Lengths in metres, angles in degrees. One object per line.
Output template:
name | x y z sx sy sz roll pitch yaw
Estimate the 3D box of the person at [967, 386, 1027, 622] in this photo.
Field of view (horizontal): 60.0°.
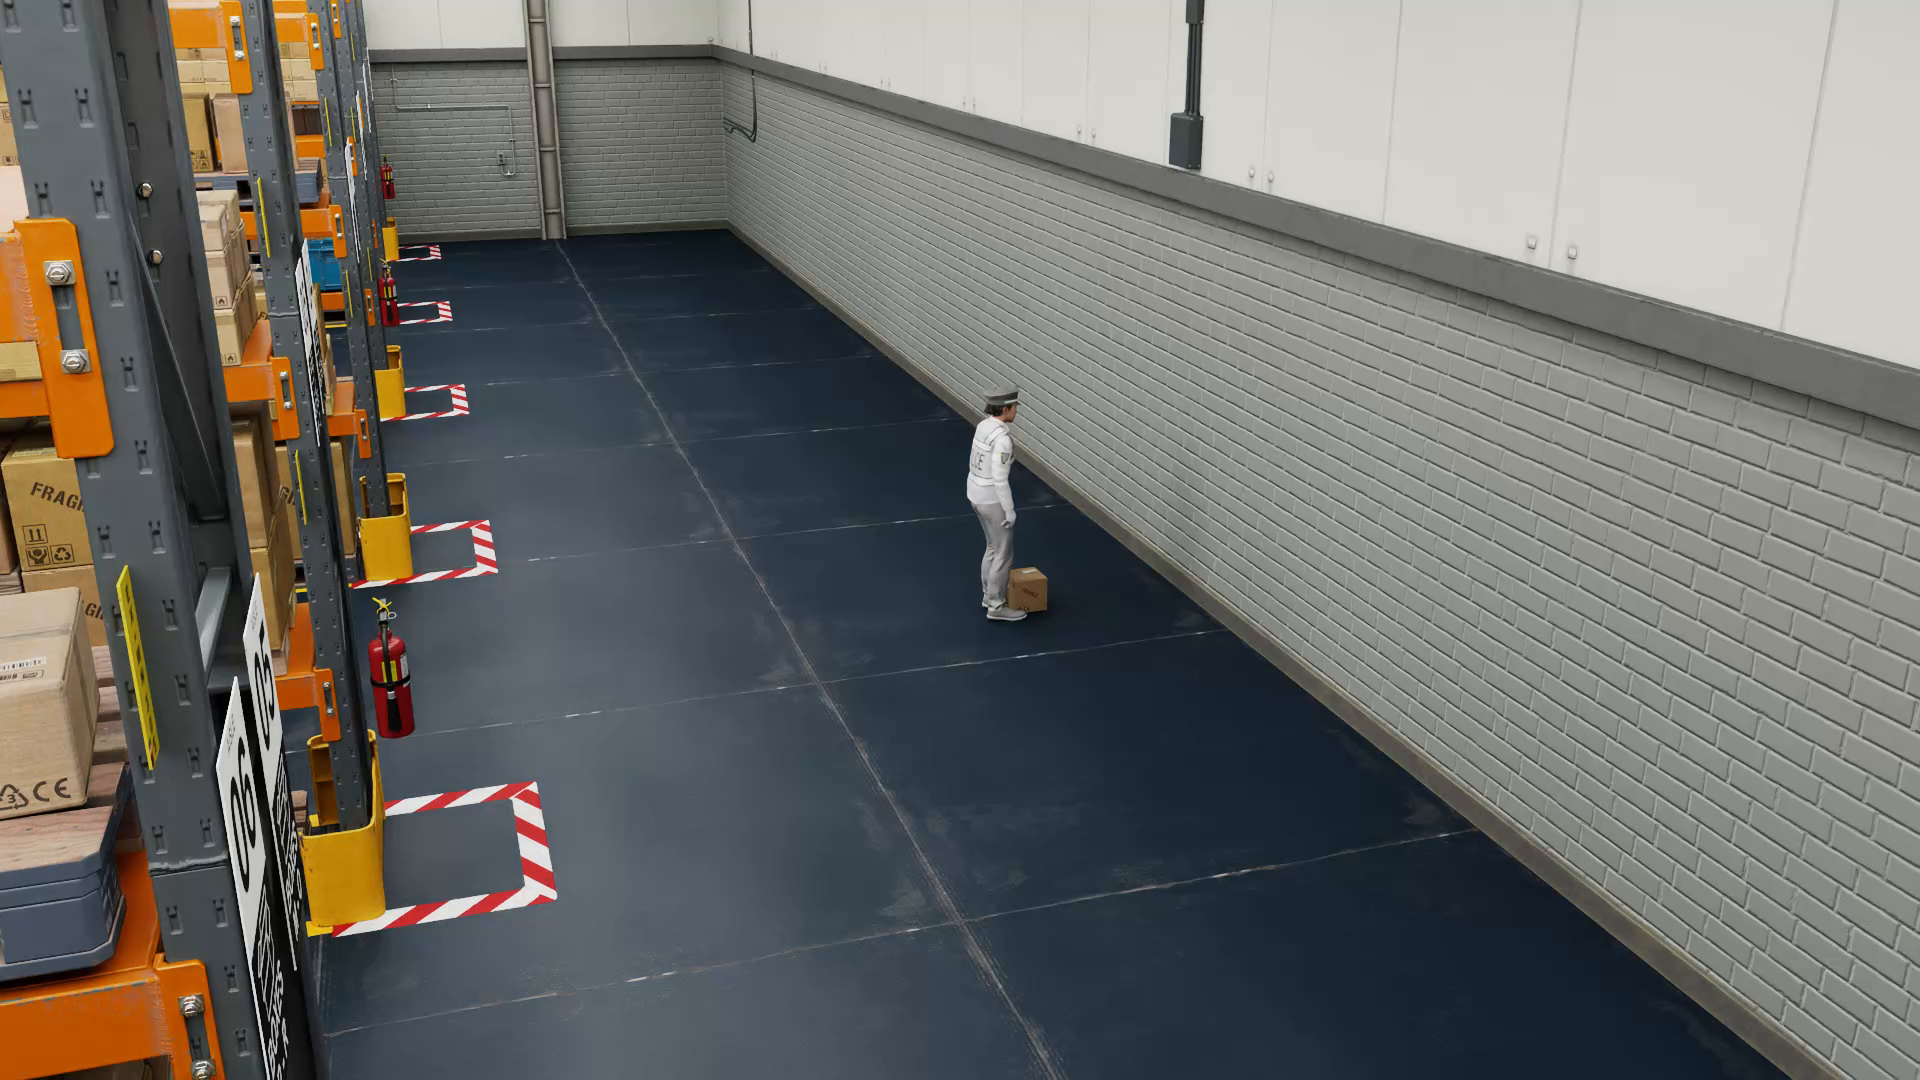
person | 0.267 -0.272 11.835 0.405 1.663 0.530 -6 20 -17
